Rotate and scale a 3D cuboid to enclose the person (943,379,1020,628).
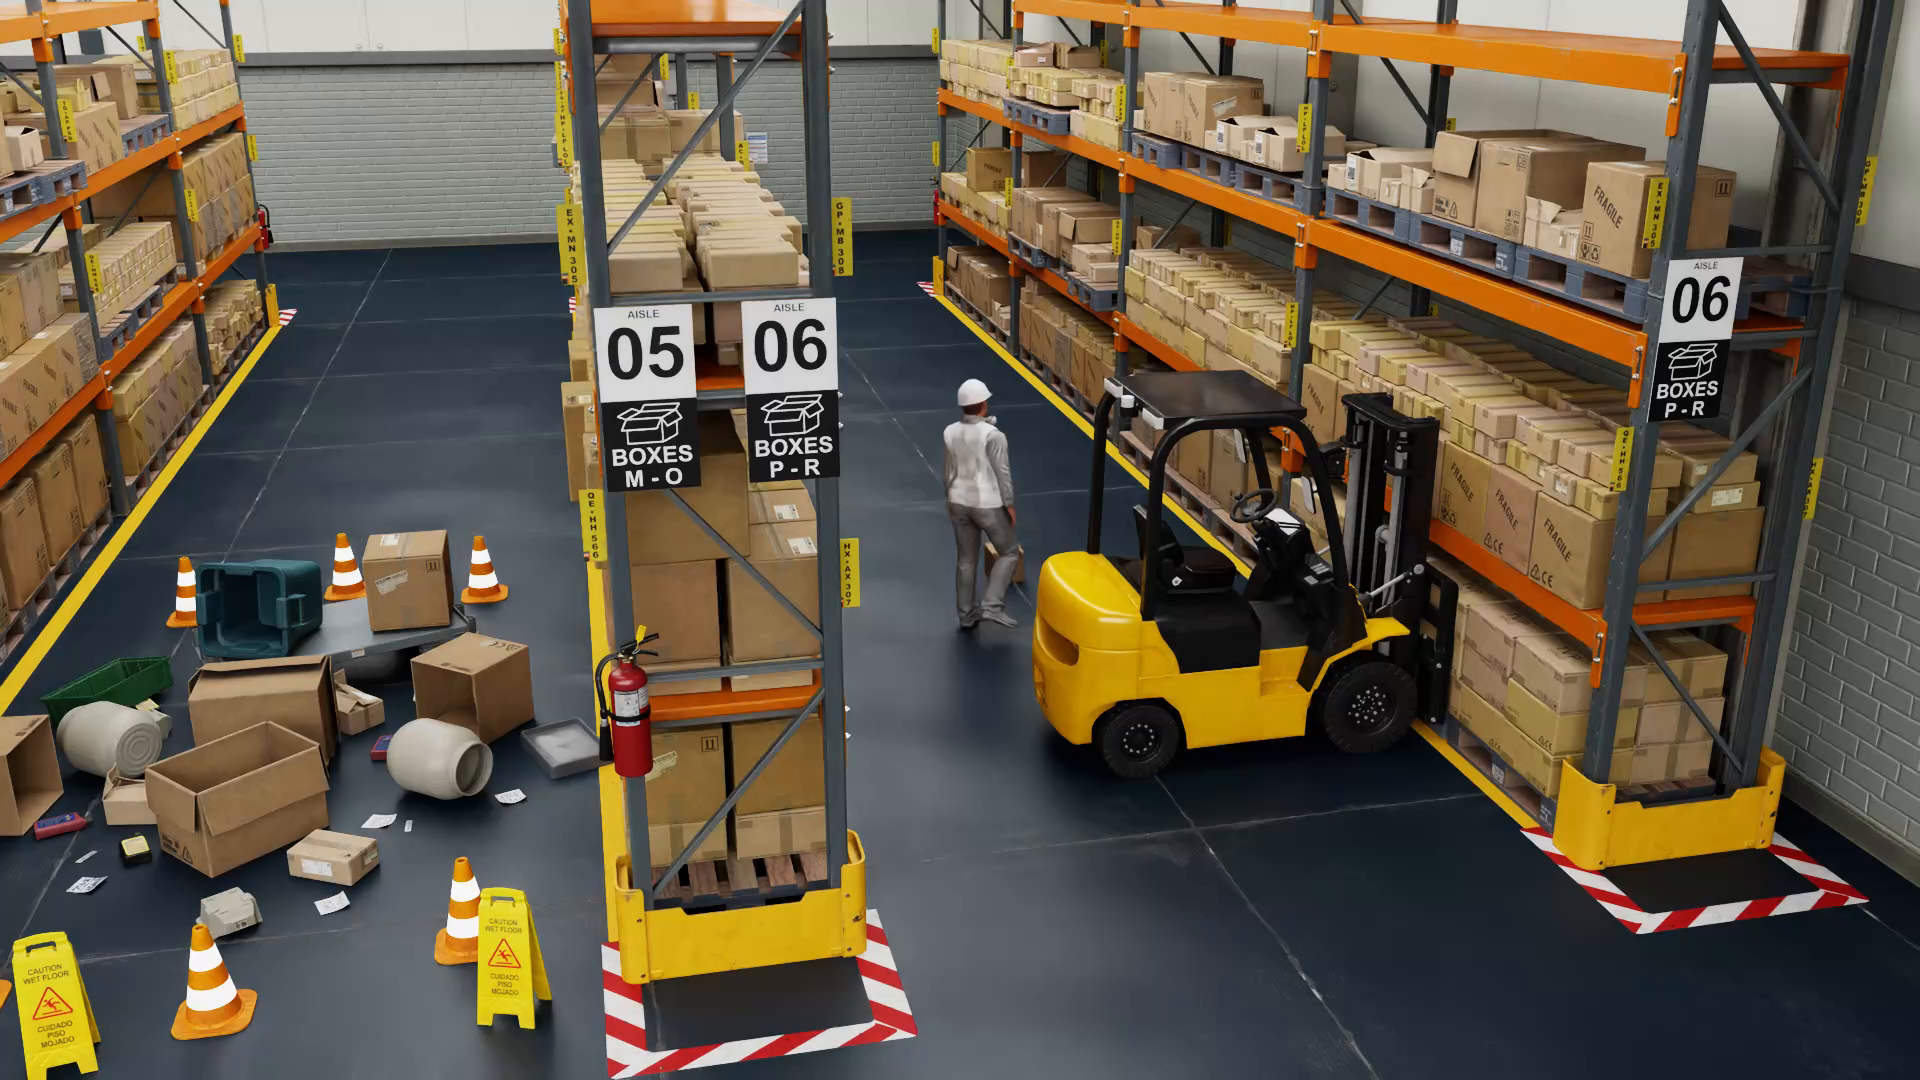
[{"bbox_3d":[0.146,-0.245,11.669,0.620,1.766,0.412,13,23,32],"label":"person"}]
